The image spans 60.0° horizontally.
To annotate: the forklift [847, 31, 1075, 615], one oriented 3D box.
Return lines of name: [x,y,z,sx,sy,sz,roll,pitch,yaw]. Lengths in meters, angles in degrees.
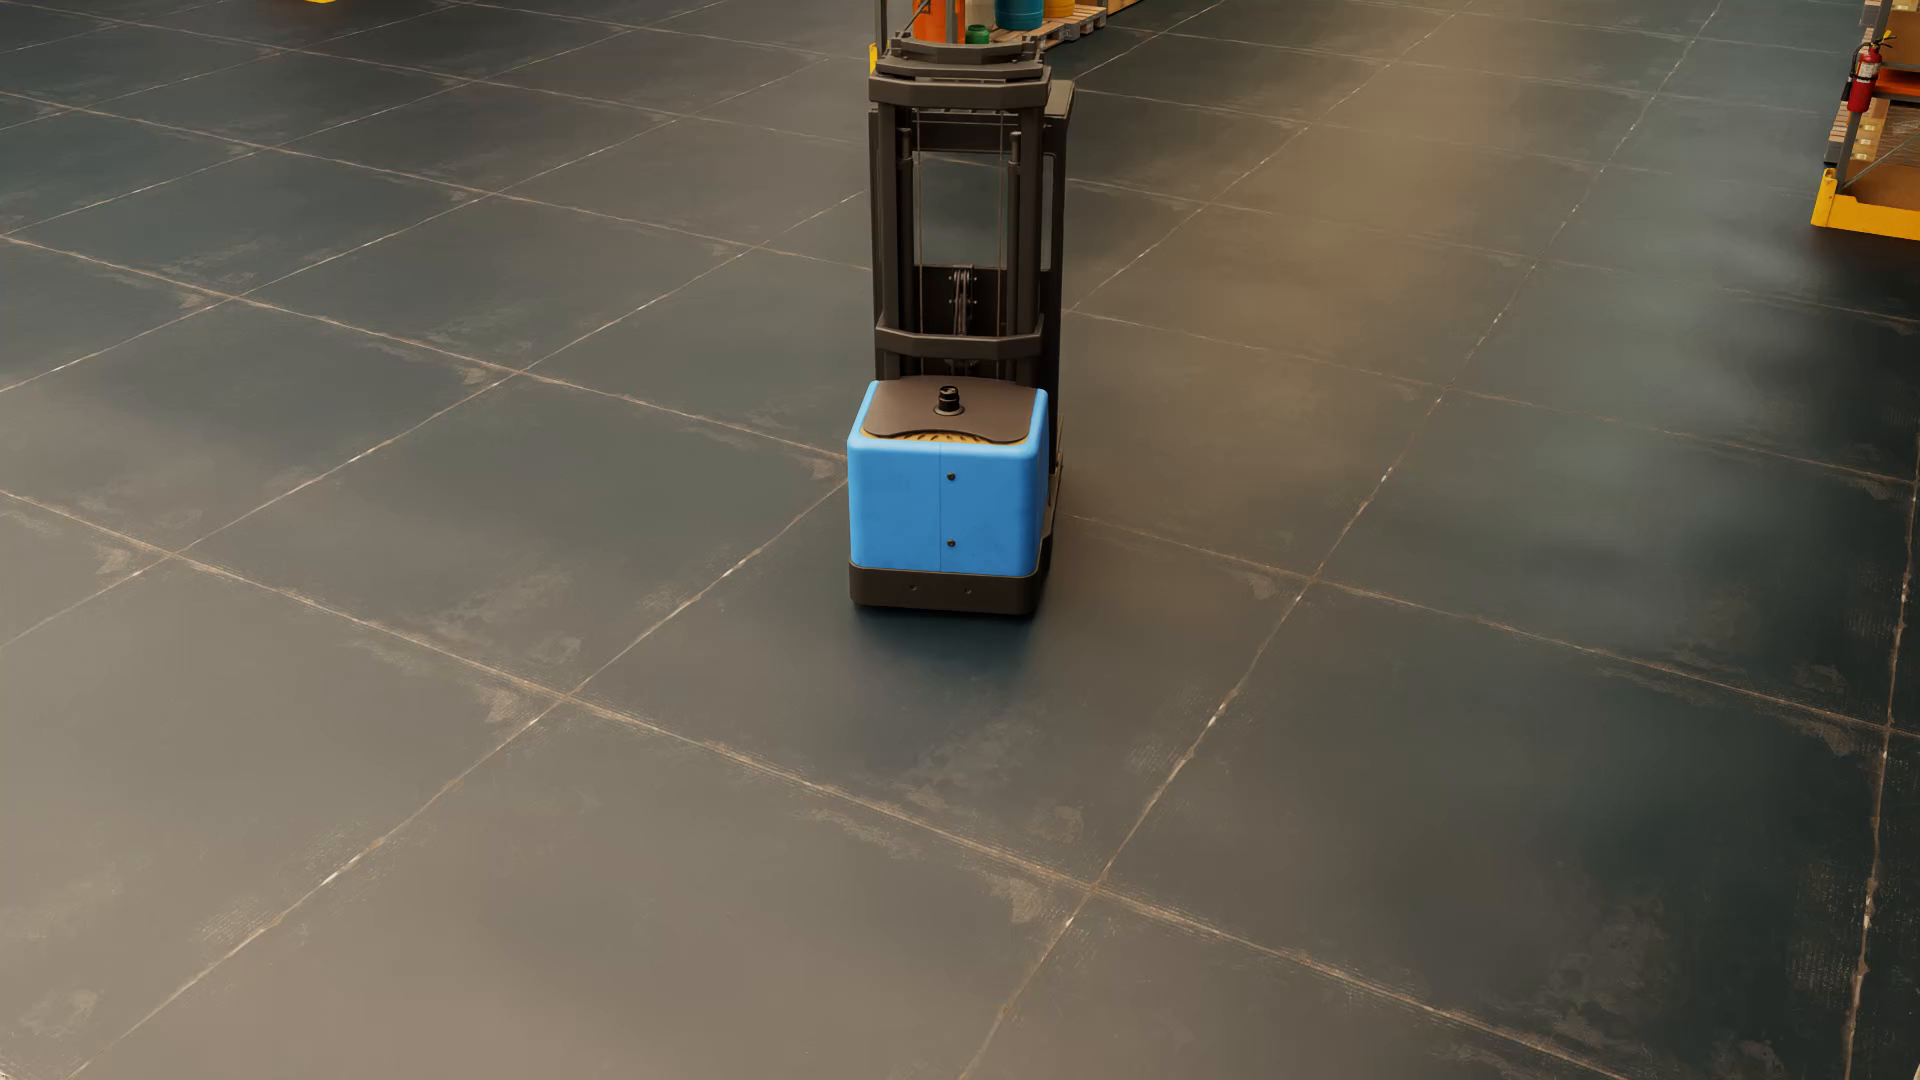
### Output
forklift: [0.072,-1.572,9.794,1.130,2.935,3.031,3,30,6]
